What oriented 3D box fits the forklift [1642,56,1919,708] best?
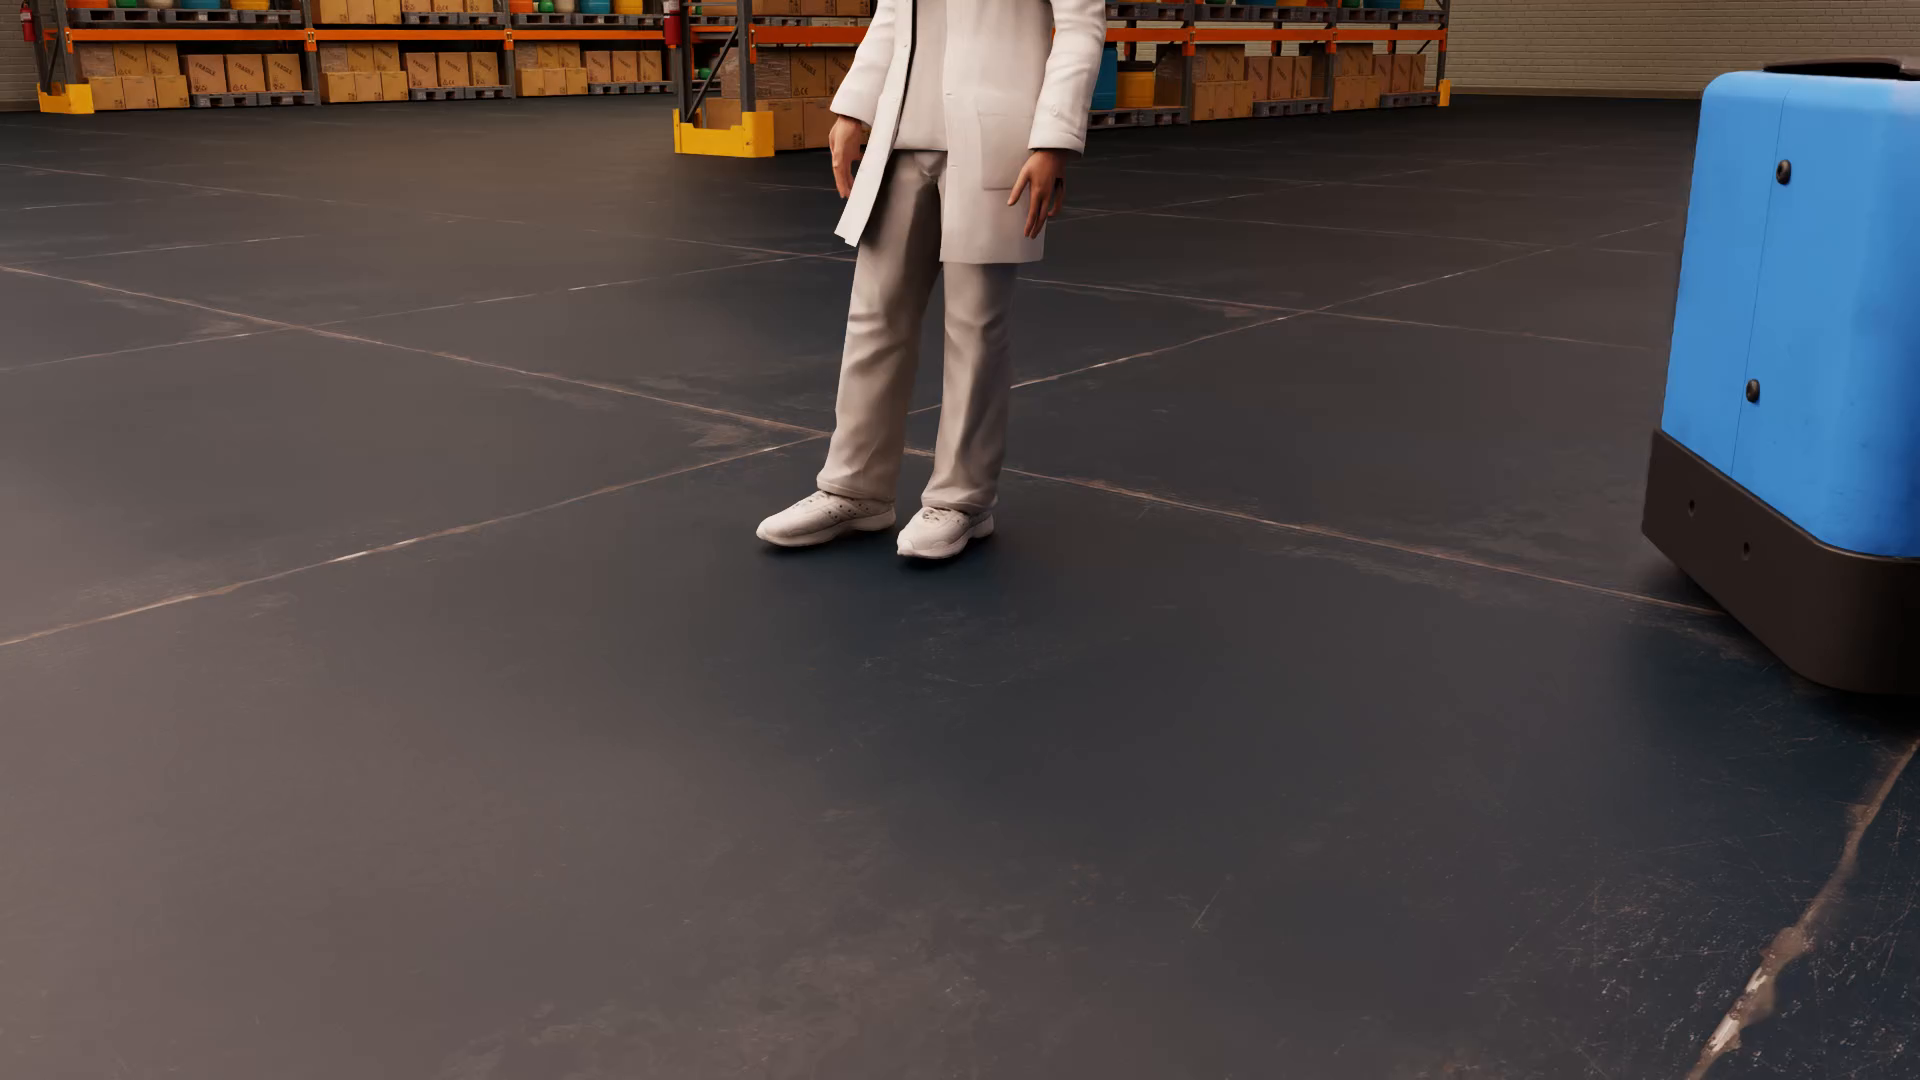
[{"bbox_3d":[3.011,-1.189,2.814,3.031,2.935,1.130,1,17,4],"label":"forklift"}]

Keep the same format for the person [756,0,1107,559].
[{"bbox_3d":[-0.061,-0.838,3.618,0.696,1.776,0.581,13,21,37],"label":"person"}]
